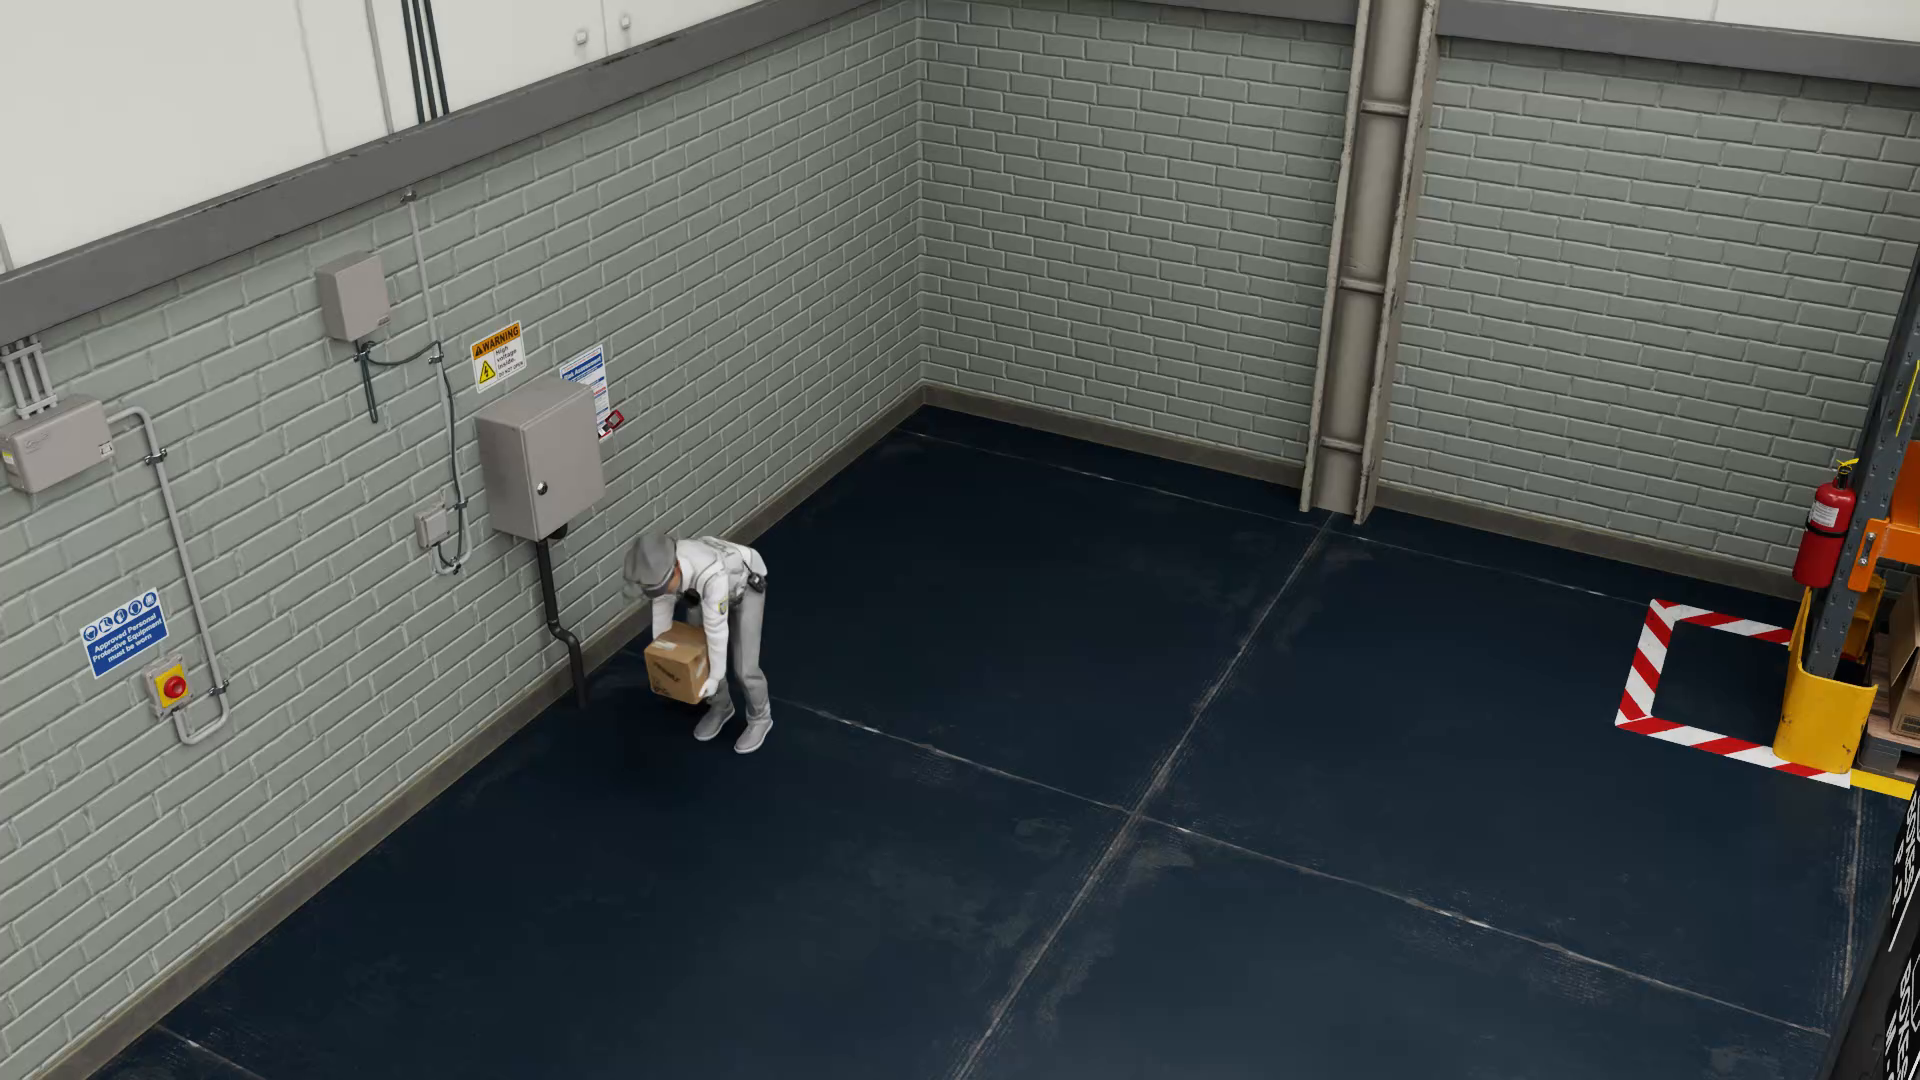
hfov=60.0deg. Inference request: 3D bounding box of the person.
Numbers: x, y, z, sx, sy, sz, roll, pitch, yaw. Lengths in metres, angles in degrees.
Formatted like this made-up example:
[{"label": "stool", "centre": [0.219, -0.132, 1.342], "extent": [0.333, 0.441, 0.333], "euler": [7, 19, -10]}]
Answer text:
[{"label": "person", "centre": [-1.168, 0.482, 7.897], "extent": [0.397, 1.228, 0.641], "euler": [14, 33, 22]}]
